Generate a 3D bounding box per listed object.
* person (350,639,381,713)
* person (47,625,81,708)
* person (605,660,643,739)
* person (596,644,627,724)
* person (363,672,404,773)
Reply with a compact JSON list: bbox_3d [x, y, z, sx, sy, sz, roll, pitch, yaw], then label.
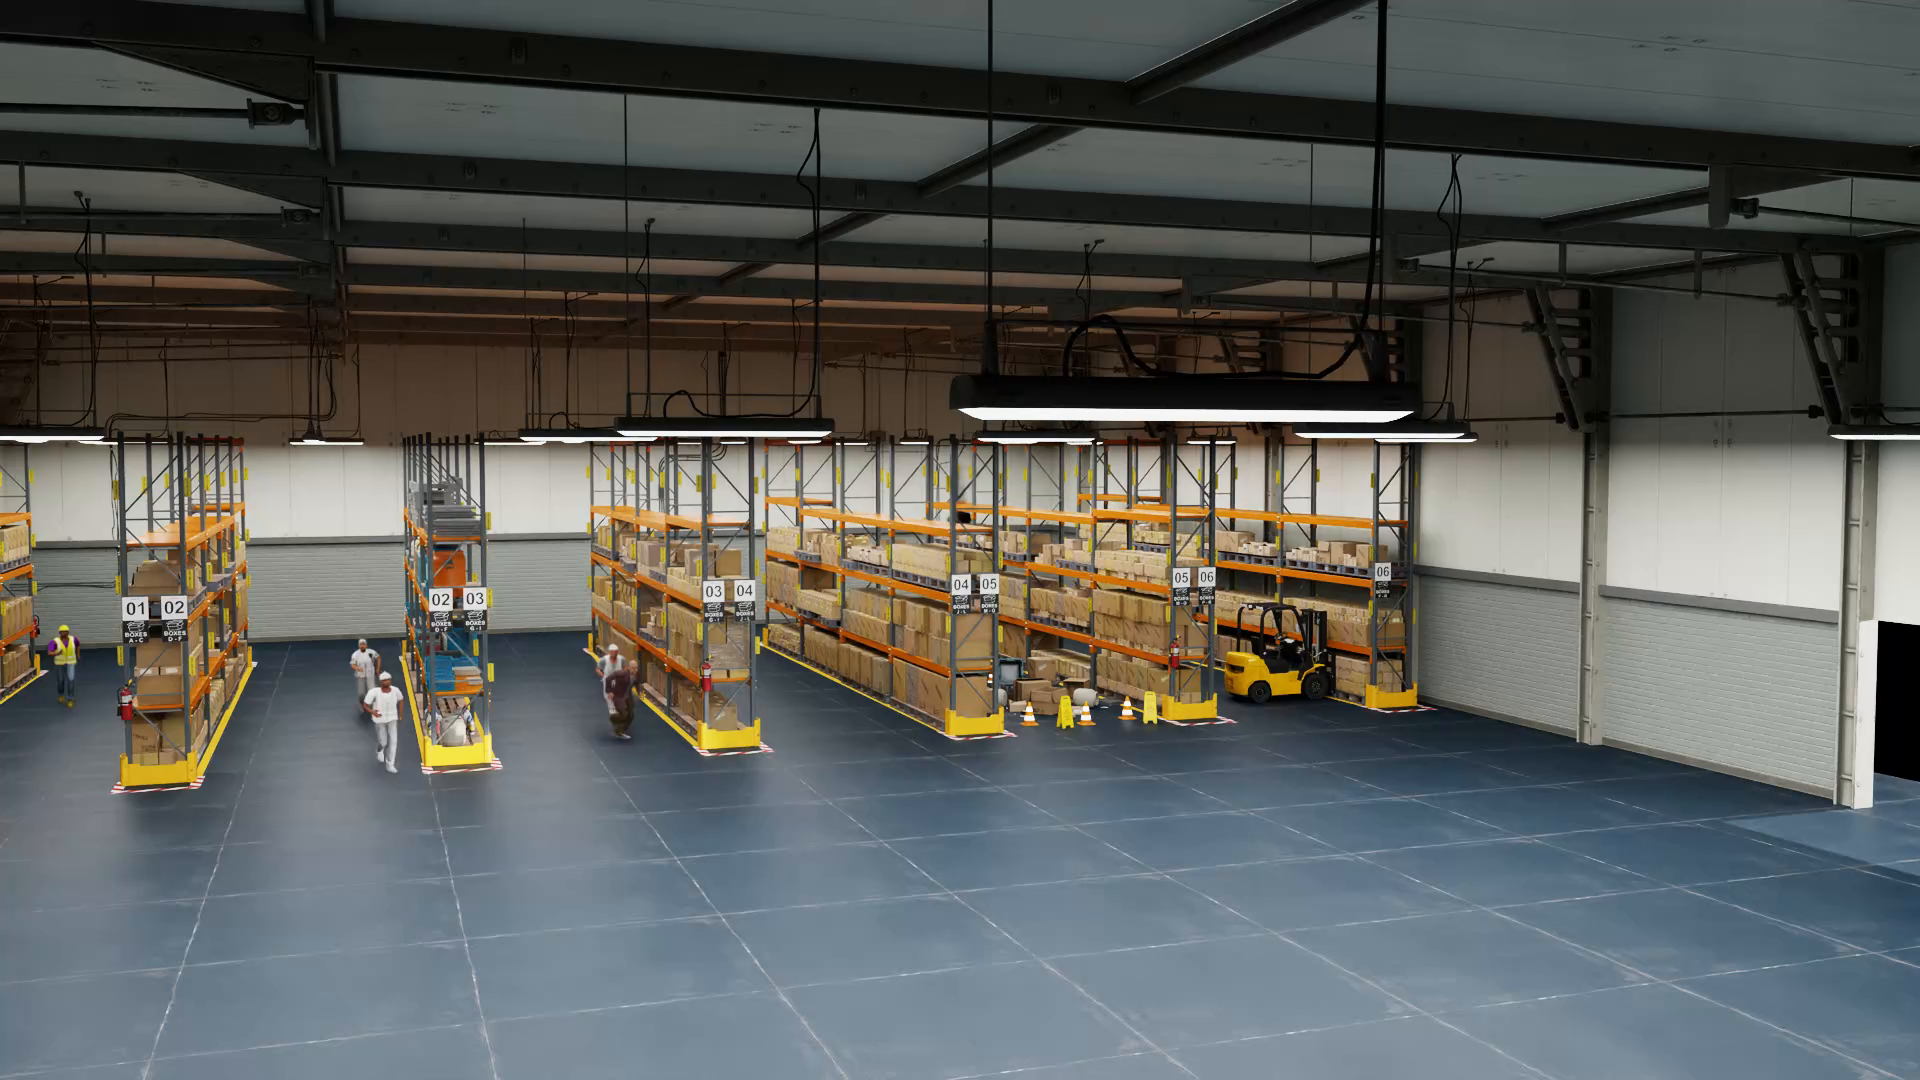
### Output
[{"bbox_3d":[-12.740,2.924,35.666,0.621,1.622,0.760,-1,3,-21],"label":"person"},{"bbox_3d":[-19.850,2.777,36.868,0.681,1.802,0.897,-2,4,-33],"label":"person"},{"bbox_3d":[-6.625,3.130,32.621,0.889,1.591,0.734,3,4,42],"label":"person"},{"bbox_3d":[-7.196,2.982,34.367,0.654,1.712,0.812,-1,3,-18],"label":"person"},{"bbox_3d":[-10.243,3.223,29.601,0.725,1.757,0.784,-2,4,-33],"label":"person"}]
